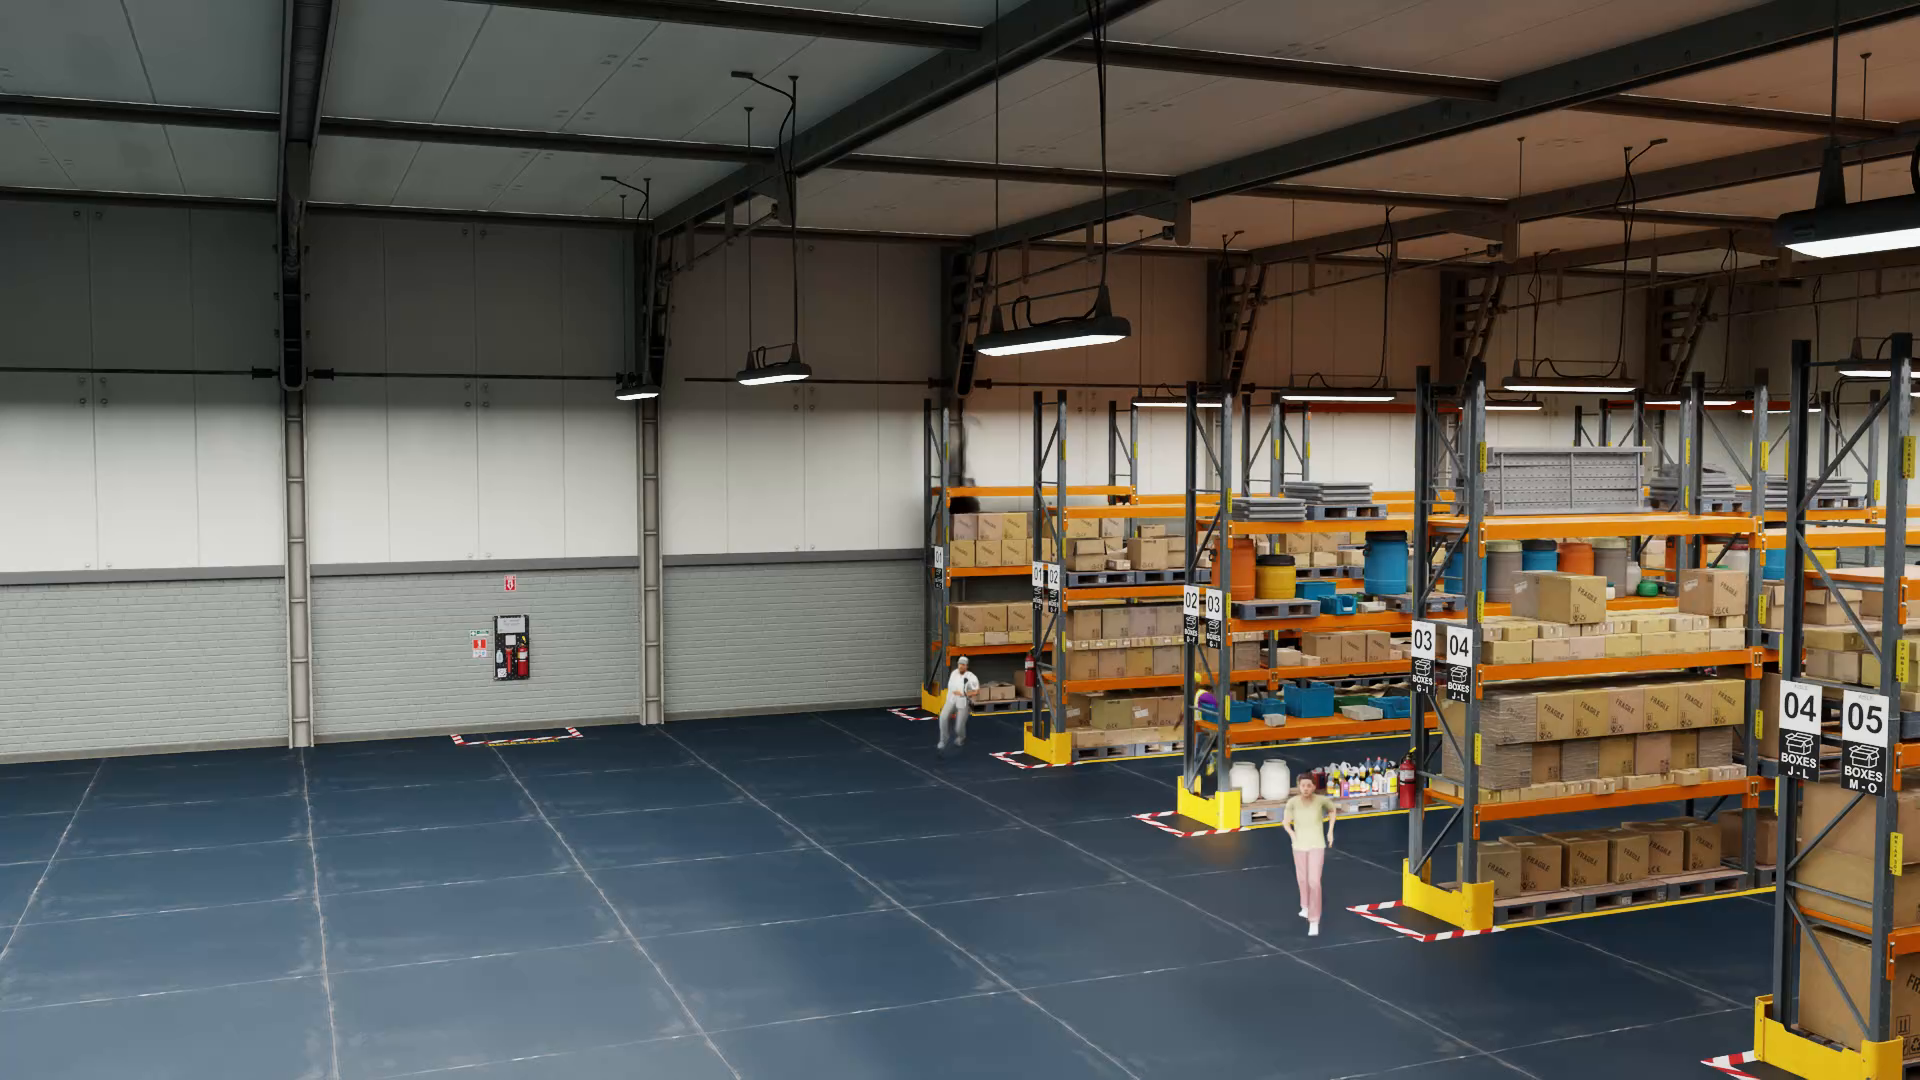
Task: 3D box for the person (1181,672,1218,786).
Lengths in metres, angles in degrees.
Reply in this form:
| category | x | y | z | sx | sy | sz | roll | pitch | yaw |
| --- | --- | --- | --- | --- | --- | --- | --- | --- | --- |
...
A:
| category | x | y | z | sx | sy | sz | roll | pitch | yaw |
| --- | --- | --- | --- | --- | --- | --- | --- | --- | --- |
| person | 3.591 | 2.836 | 24.943 | 0.572 | 1.728 | 0.683 | -2 | 4 | -34 |

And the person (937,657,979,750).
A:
| category | x | y | z | sx | sy | sz | roll | pitch | yaw |
| --- | --- | --- | --- | --- | --- | --- | --- | --- | --- |
| person | 0.029 | 2.623 | 27.002 | 0.623 | 1.487 | 0.884 | 1 | 4 | 19 |

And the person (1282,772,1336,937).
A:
| category | x | y | z | sx | sy | sz | roll | pitch | yaw |
| --- | --- | --- | --- | --- | --- | --- | --- | --- | --- |
| person | 3.696 | 3.307 | 17.656 | 0.521 | 1.725 | 0.825 | 1 | 4 | 24 |
